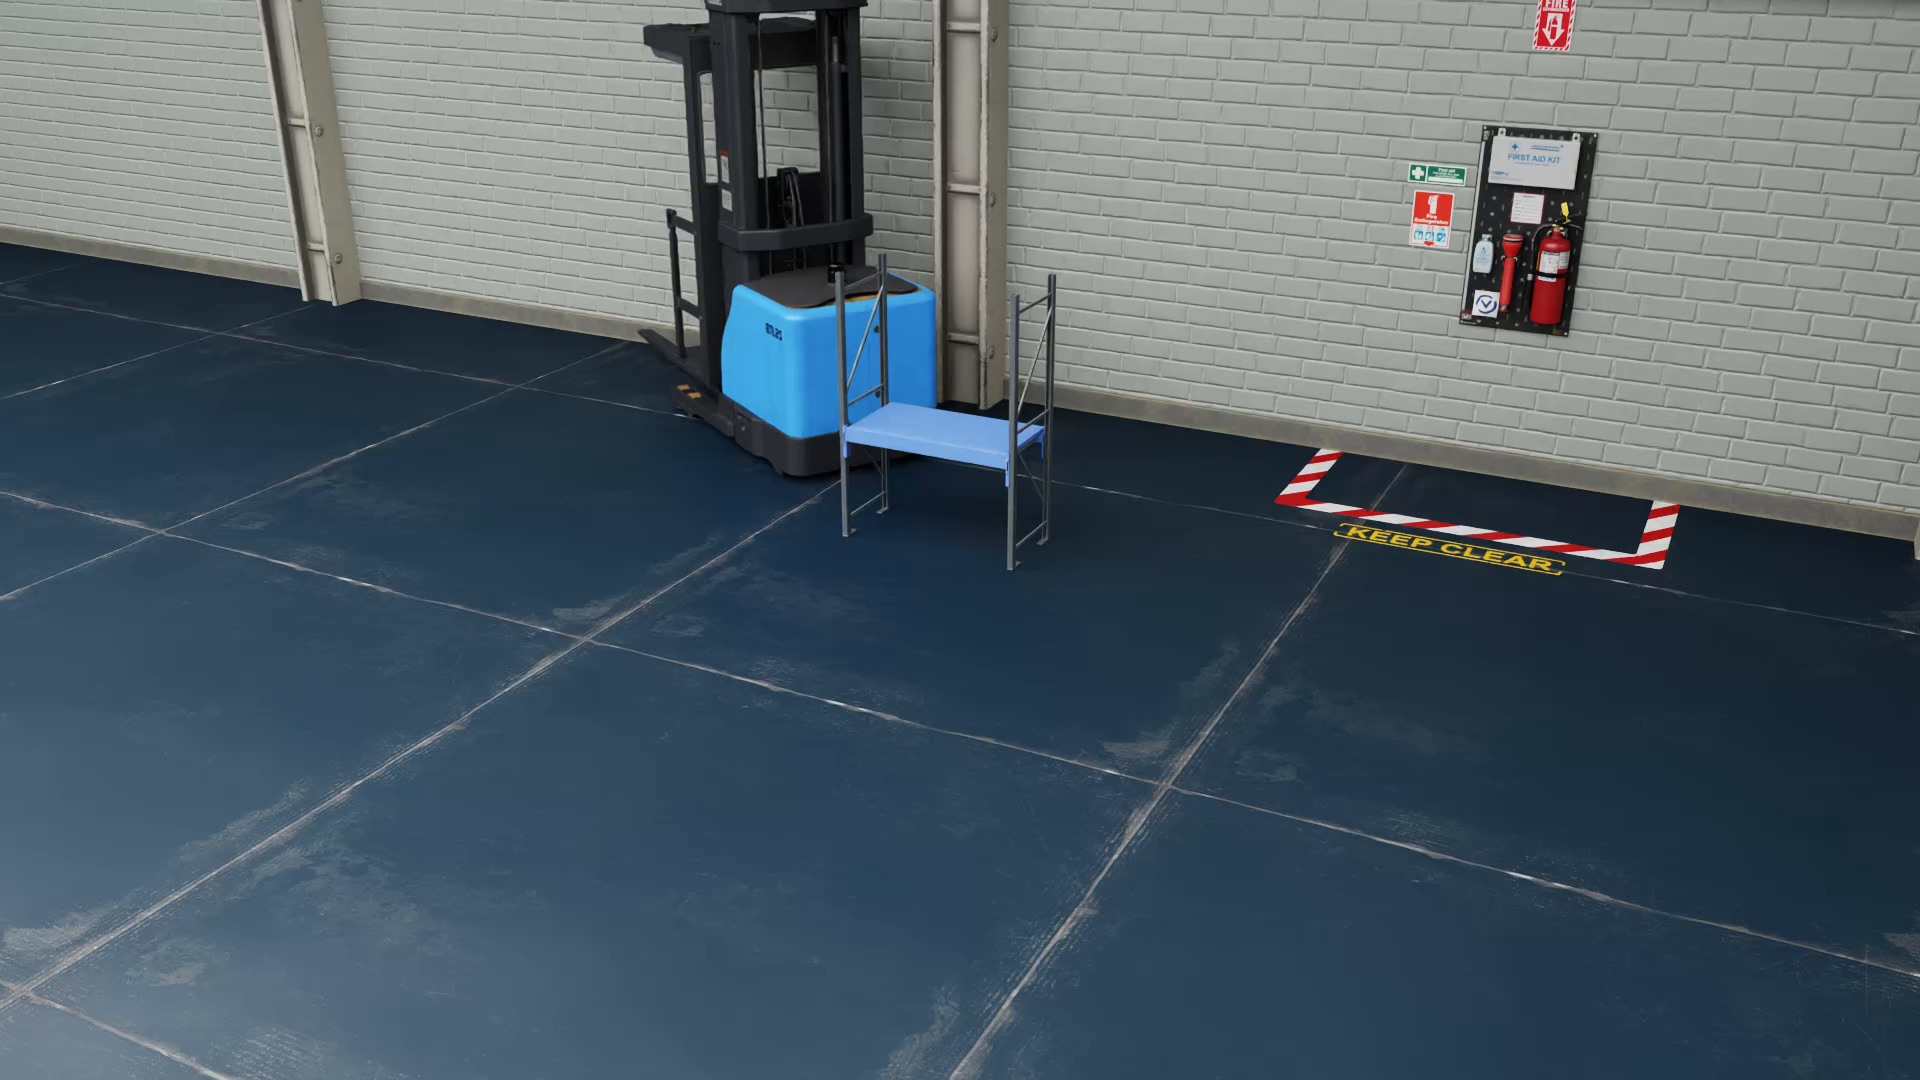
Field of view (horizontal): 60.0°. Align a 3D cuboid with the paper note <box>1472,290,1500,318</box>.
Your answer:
[{"bbox_3d":[3.108,-1.396,9.825,0.142,0.148,0.016,11,25,25],"label":"paper note"}]

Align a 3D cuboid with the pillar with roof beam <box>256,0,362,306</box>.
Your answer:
[{"bbox_3d":[-7.229,-4.672,8.738,0.400,9.000,9.100,11,25,25],"label":"pillar with roof beam"}]

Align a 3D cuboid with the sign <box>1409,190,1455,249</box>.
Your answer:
[{"bbox_3d":[2.787,-1.896,9.829,0.234,0.329,0.001,11,25,25],"label":"sign"}]

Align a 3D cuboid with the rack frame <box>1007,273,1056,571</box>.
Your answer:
[{"bbox_3d":[0.378,-0.615,8.781,0.032,1.500,0.500,11,25,25],"label":"rack frame"}]

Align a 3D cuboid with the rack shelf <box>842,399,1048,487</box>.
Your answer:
[{"bbox_3d":[-0.076,-0.540,9.062,1.000,0.185,0.538,11,25,25],"label":"rack shelf"}]

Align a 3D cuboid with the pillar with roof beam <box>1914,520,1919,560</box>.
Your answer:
[{"bbox_3d":[3.480,-2.553,3.755,0.400,9.000,9.100,11,25,25],"label":"pillar with roof beam"}]

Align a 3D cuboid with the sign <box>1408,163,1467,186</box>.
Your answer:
[{"bbox_3d":[2.788,-2.136,9.716,0.331,0.109,0.001,11,25,25],"label":"sign"}]

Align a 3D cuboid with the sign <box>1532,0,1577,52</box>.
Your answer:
[{"bbox_3d":[3.272,-2.849,9.153,0.199,0.298,0.001,11,25,25],"label":"sign"}]

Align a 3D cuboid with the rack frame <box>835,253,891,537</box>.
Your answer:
[{"bbox_3d":[-0.530,-0.795,9.203,0.032,1.500,0.500,11,25,25],"label":"rack frame"}]

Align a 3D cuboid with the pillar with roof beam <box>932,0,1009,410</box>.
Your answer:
[{"bbox_3d":[-1.874,-3.613,6.246,0.400,9.000,9.100,11,25,25],"label":"pillar with roof beam"}]

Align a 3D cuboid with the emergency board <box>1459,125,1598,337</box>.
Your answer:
[{"bbox_3d":[3.234,-1.746,9.522,0.643,1.169,0.194,11,25,25],"label":"emergency board"}]

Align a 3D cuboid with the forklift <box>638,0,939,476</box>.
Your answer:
[{"bbox_3d":[-1.320,-2.260,10.820,1.130,2.935,3.031,-13,26,-28],"label":"forklift"}]

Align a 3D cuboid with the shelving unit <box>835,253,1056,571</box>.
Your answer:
[{"bbox_3d":[-0.076,-0.705,8.992,1.048,1.500,0.538,11,25,25],"label":"shelving unit"}]
